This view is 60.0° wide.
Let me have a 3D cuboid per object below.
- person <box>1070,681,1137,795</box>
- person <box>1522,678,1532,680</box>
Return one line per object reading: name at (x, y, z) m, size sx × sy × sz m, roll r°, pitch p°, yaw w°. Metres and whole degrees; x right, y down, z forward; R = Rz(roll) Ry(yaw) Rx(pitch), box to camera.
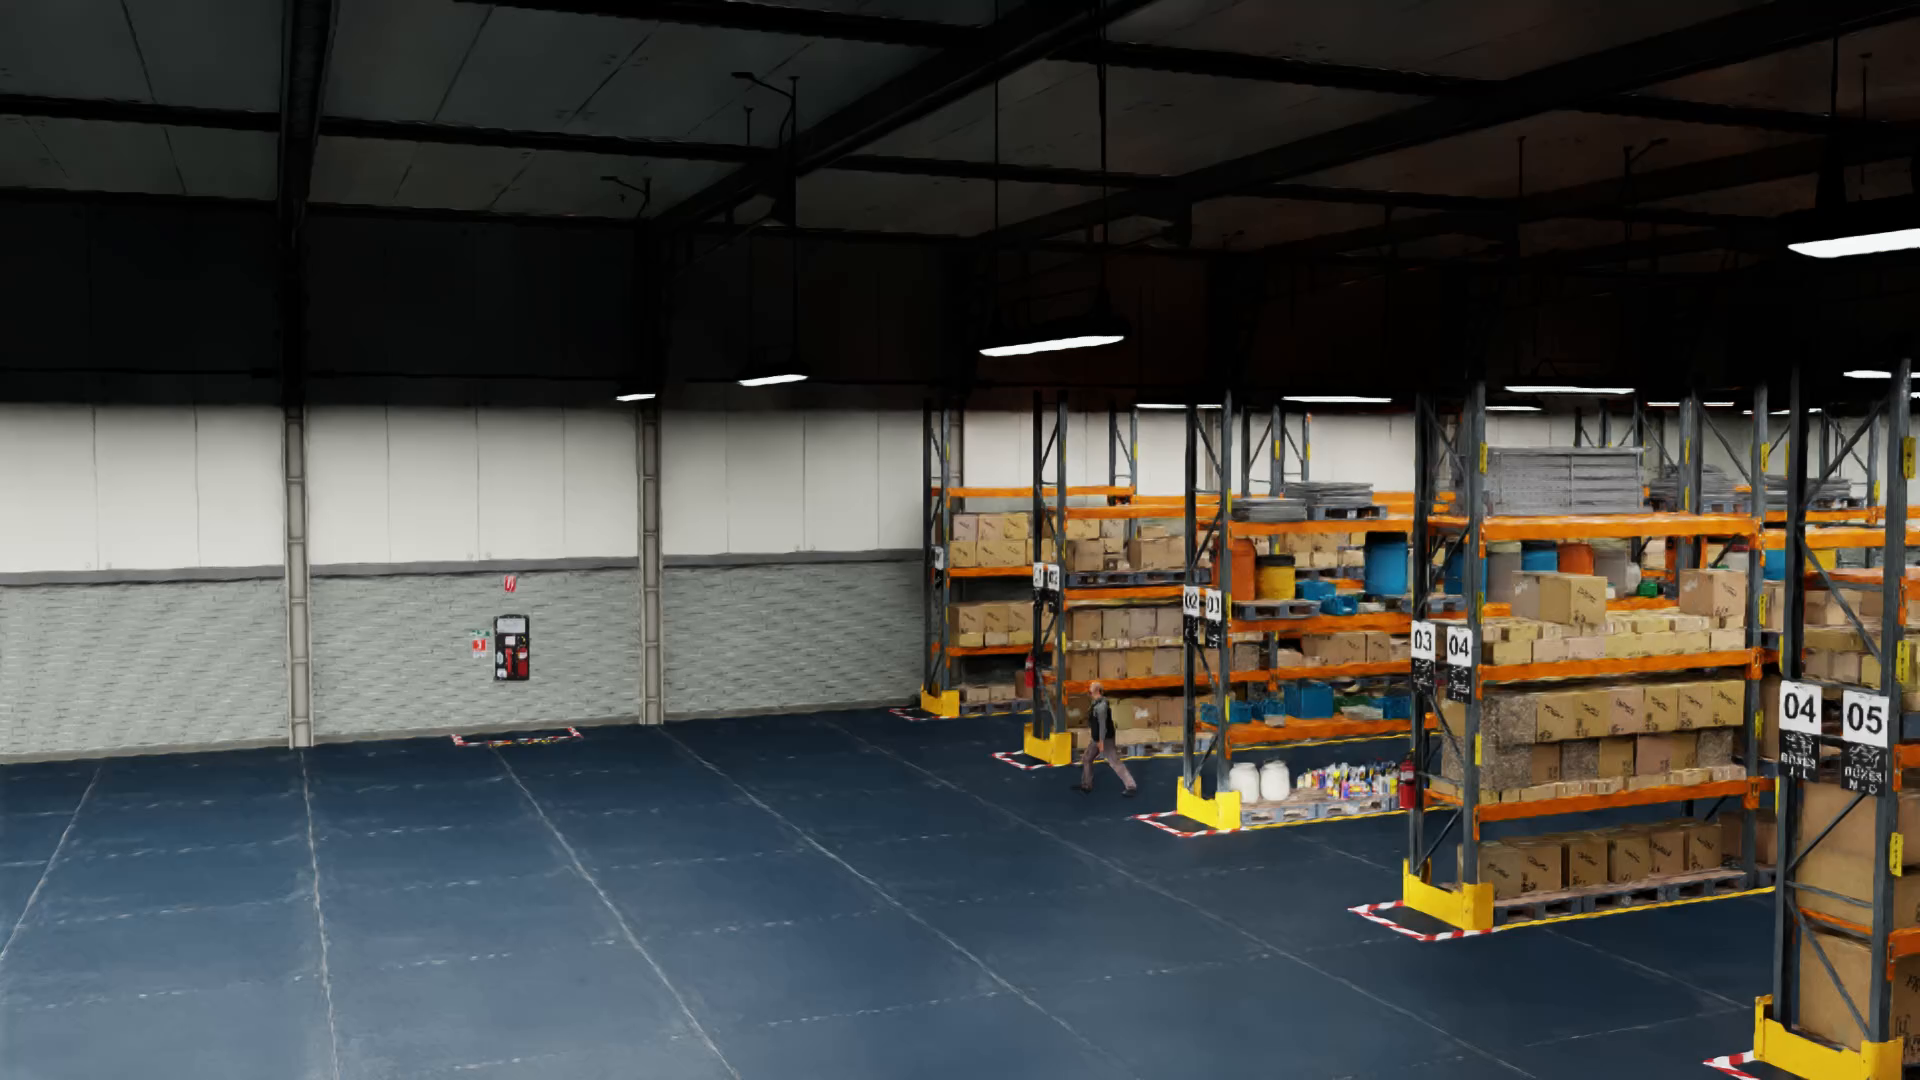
person at (2.107, 2.903, 24.362) m, size 0.960 × 1.672 × 0.574 m, roll 0°, pitch 3°, yaw -1°
person at (9.860, 2.623, 29.041) m, size 0.535 × 1.676 × 0.682 m, roll -2°, pitch 4°, yaw -25°
